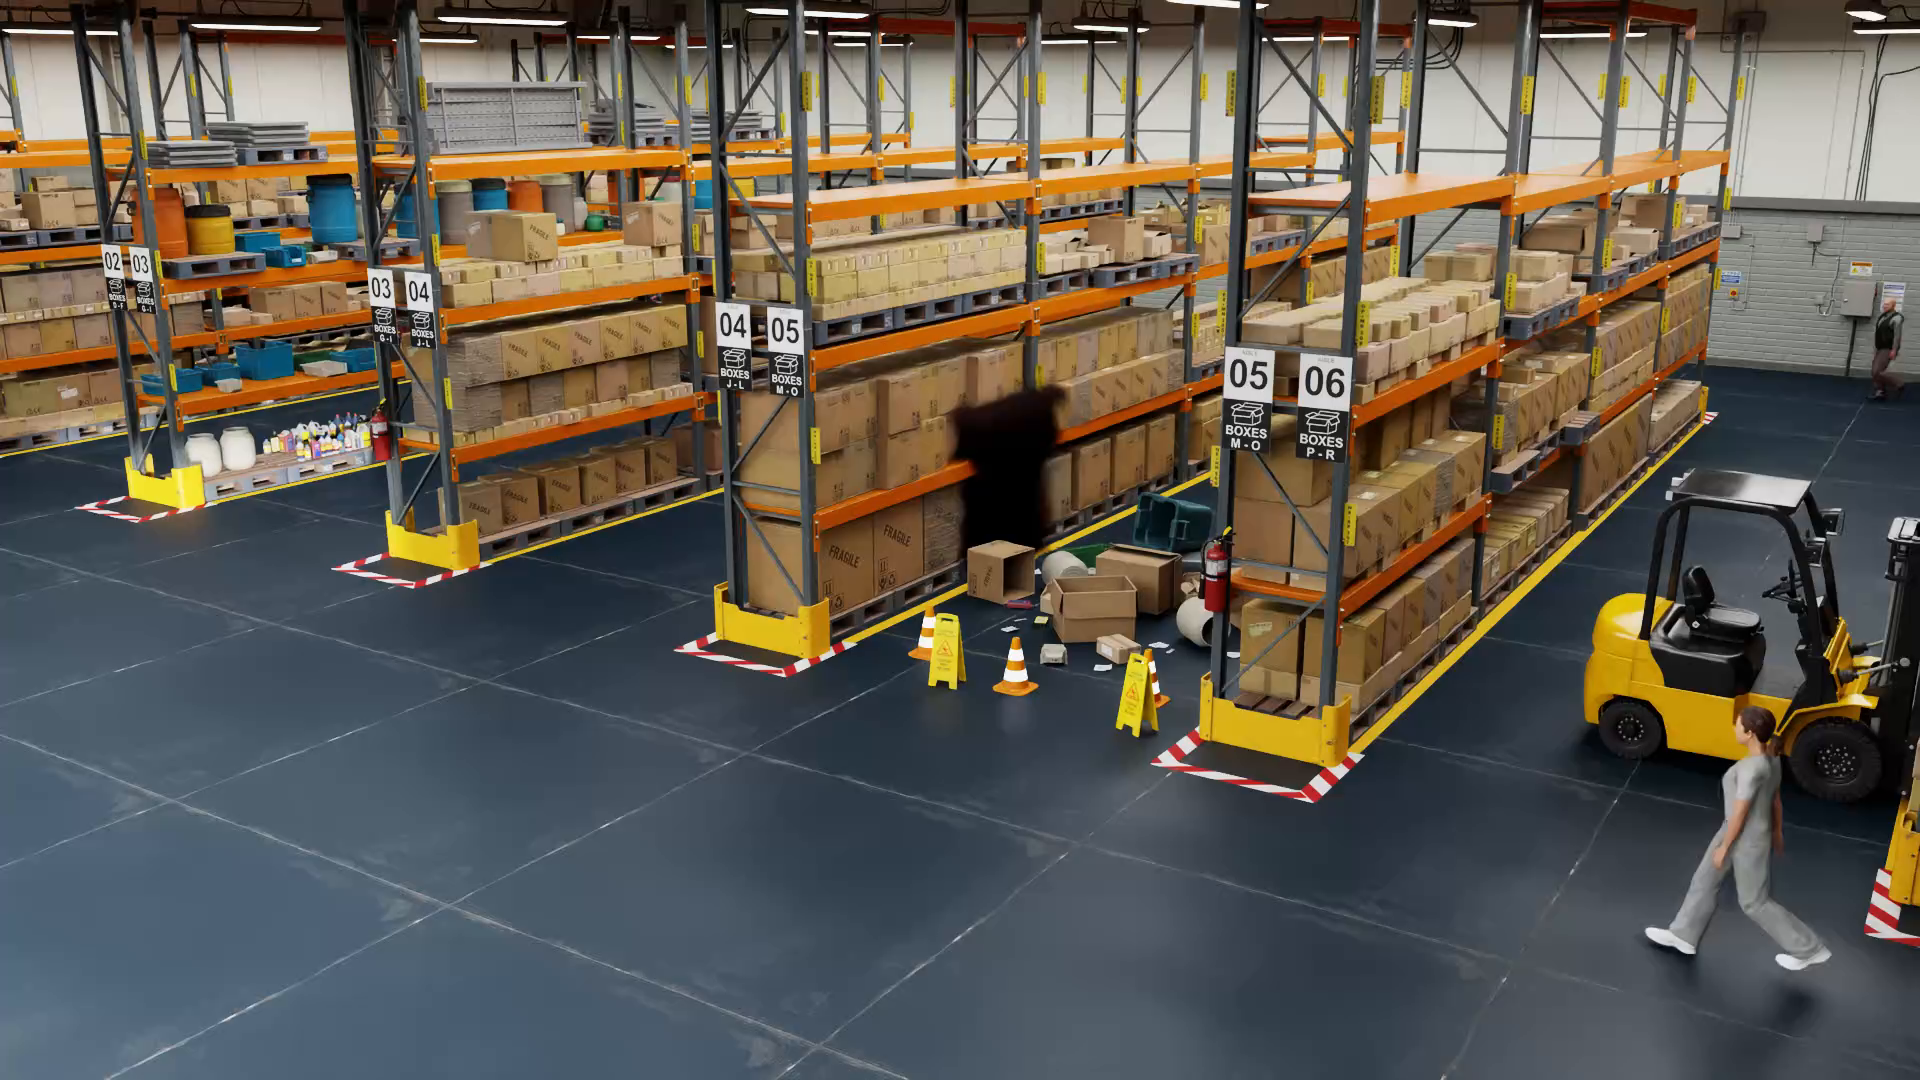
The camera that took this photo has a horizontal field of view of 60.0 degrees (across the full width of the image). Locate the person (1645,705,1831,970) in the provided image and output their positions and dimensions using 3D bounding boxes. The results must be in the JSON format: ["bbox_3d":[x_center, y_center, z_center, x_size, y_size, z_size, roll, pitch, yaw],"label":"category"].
[{"bbox_3d":[4.663,1.768,9.804,0.987,1.644,0.430,5,16,18],"label":"person"}]

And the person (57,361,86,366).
[{"bbox_3d":[-14.402,-2.927,26.833,0.510,1.701,0.431,-5,16,-17],"label":"person"}]

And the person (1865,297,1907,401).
[{"bbox_3d":[15.202,-3.105,27.147,0.538,1.701,0.515,5,16,17],"label":"person"}]
